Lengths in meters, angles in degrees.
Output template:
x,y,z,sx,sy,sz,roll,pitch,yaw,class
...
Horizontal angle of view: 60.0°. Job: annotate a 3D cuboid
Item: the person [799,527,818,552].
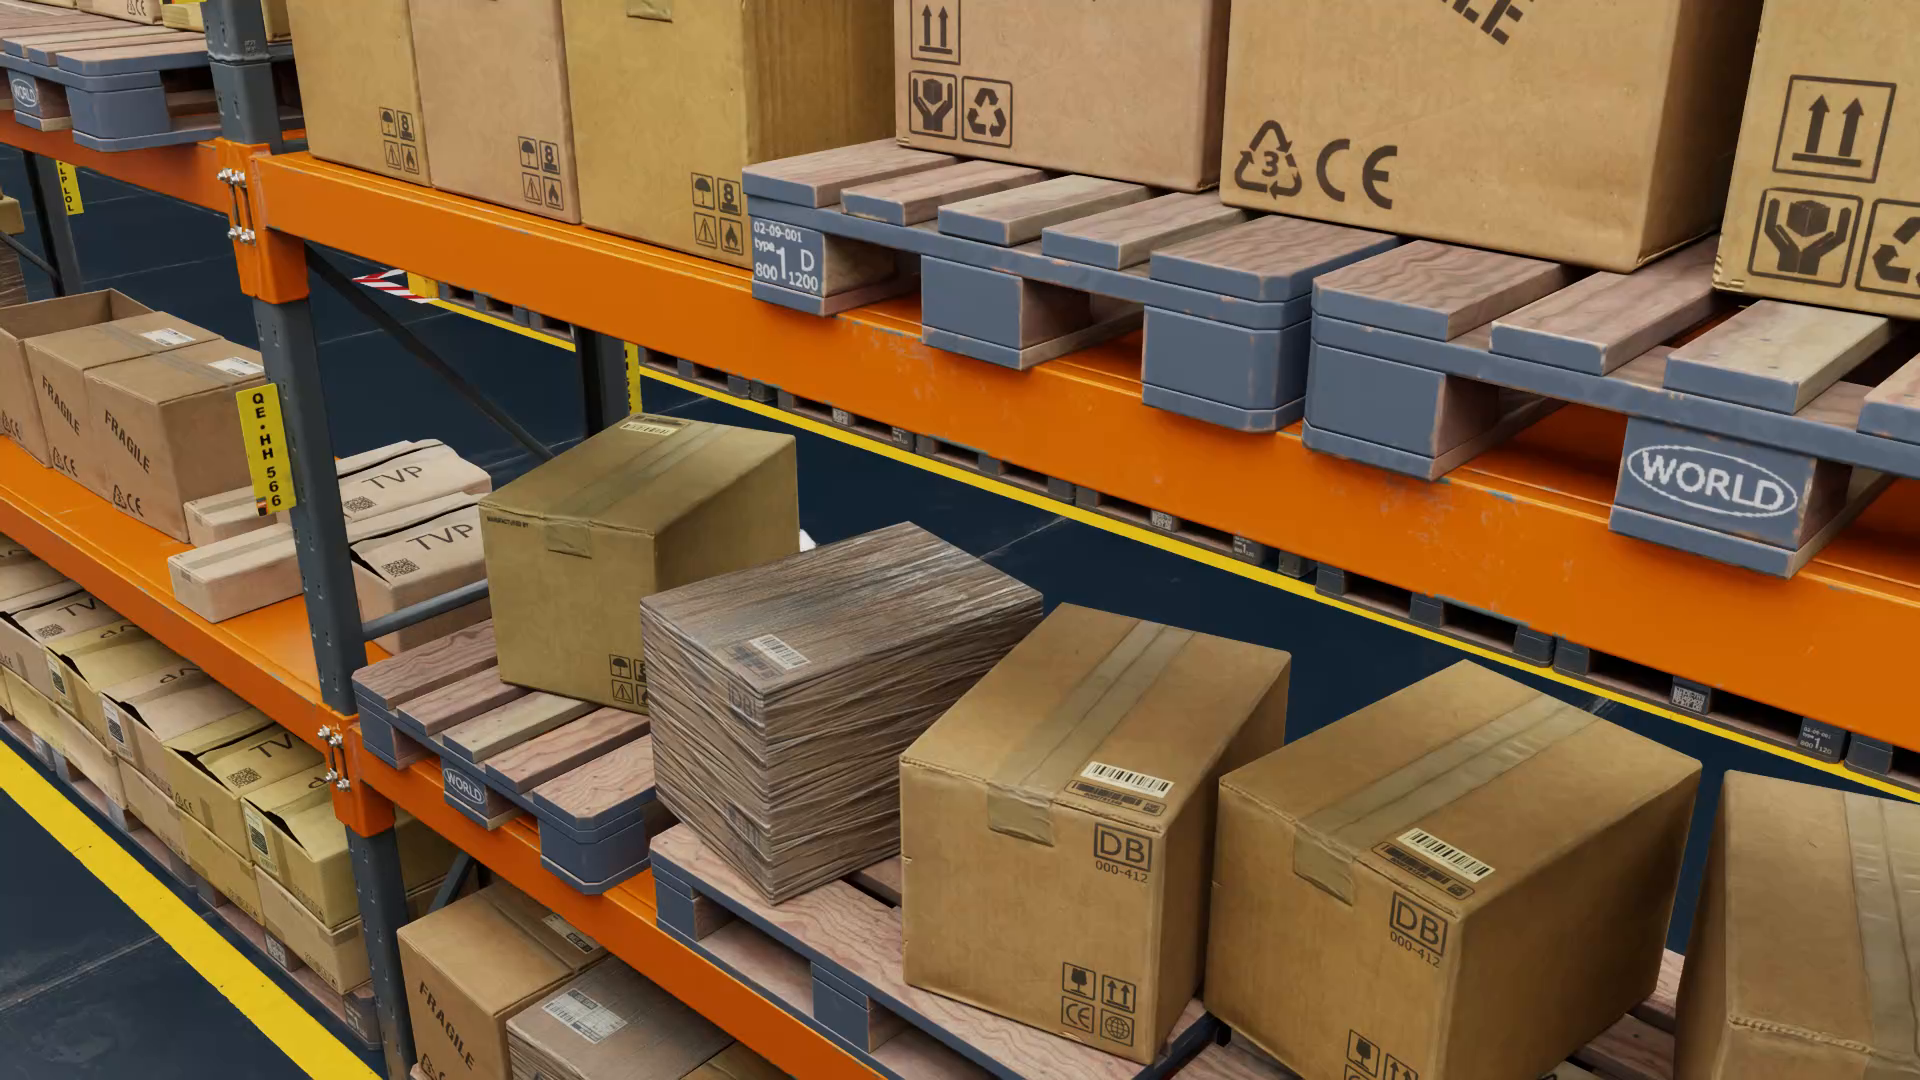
x,y,z,sx,sy,sz,roll,pitch,yaw,class
-1.035,0.250,7.176,1.005,0.860,0.516,19,30,36,person
